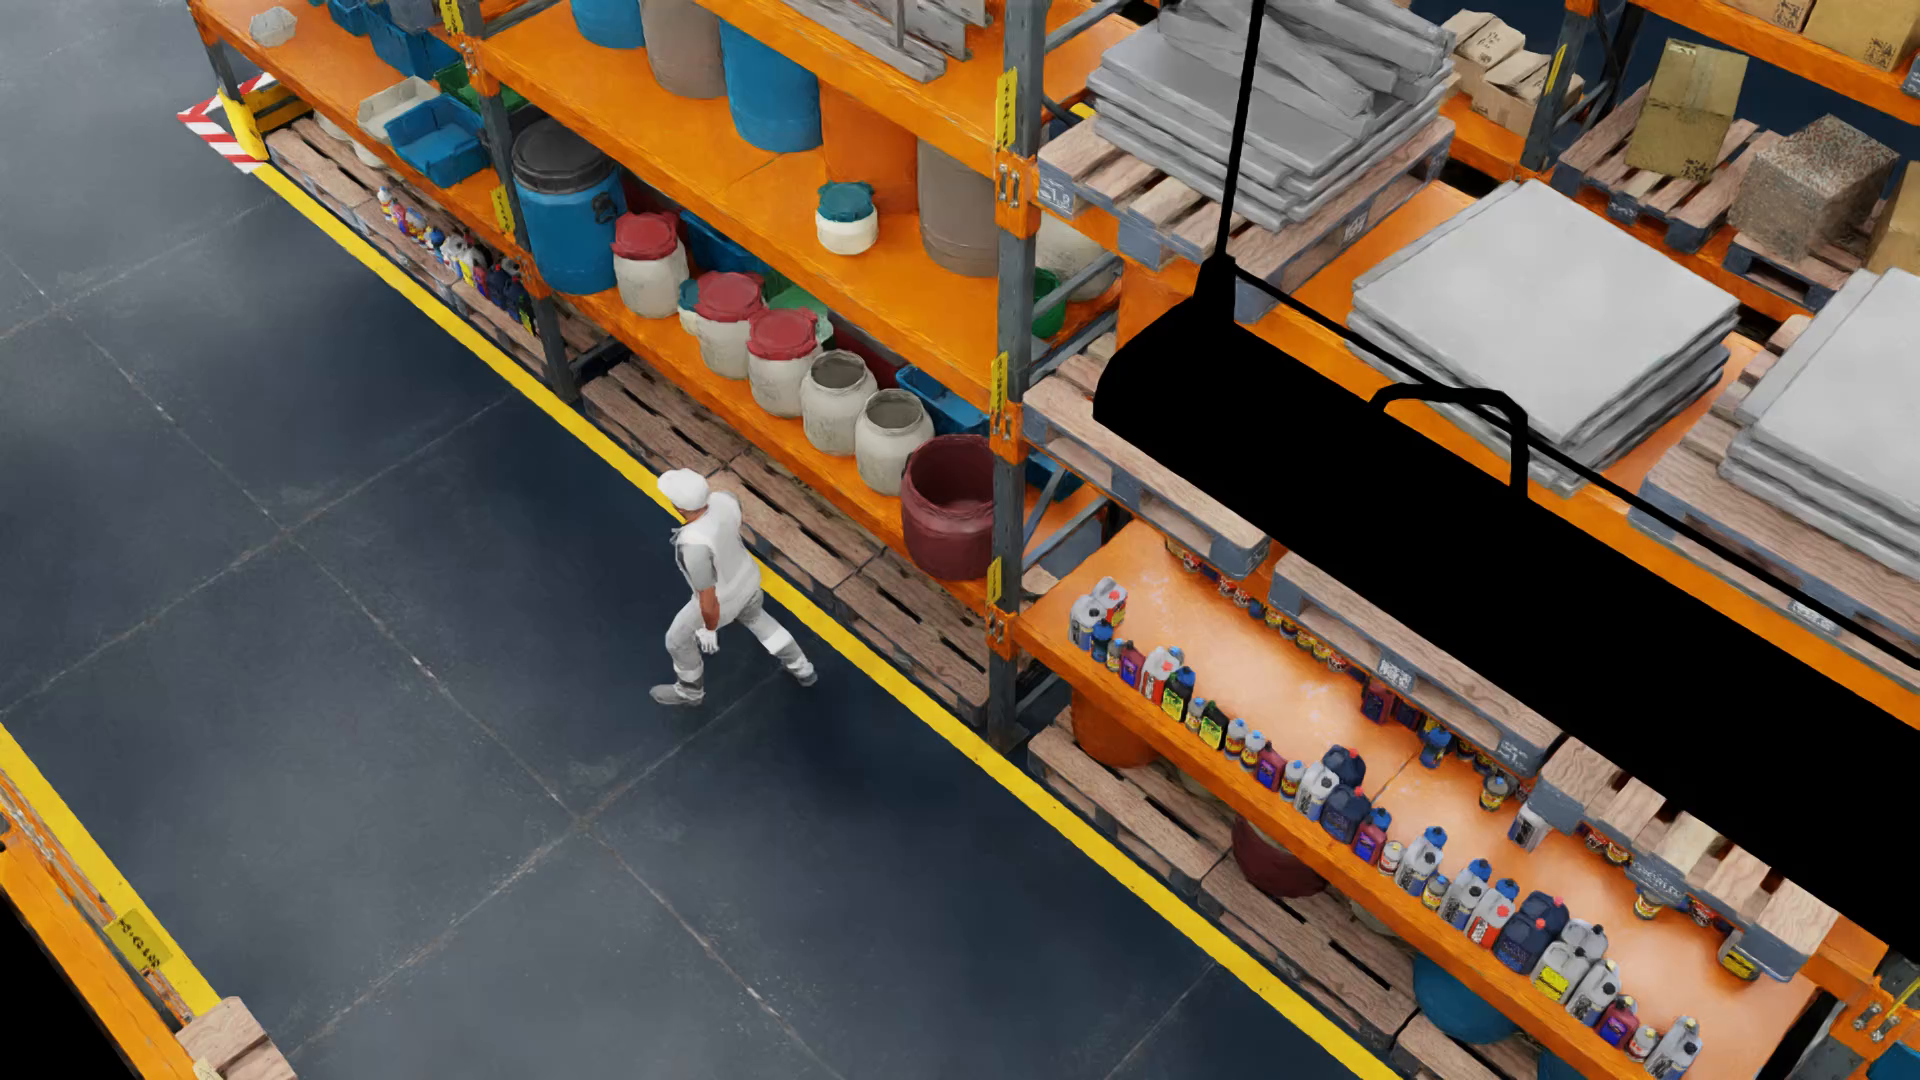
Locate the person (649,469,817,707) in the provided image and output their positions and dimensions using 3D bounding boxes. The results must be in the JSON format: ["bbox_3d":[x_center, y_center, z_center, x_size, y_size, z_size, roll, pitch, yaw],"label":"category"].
[{"bbox_3d":[-1.256,0.279,8.829,0.856,1.721,0.677,22,53,17],"label":"person"}]
